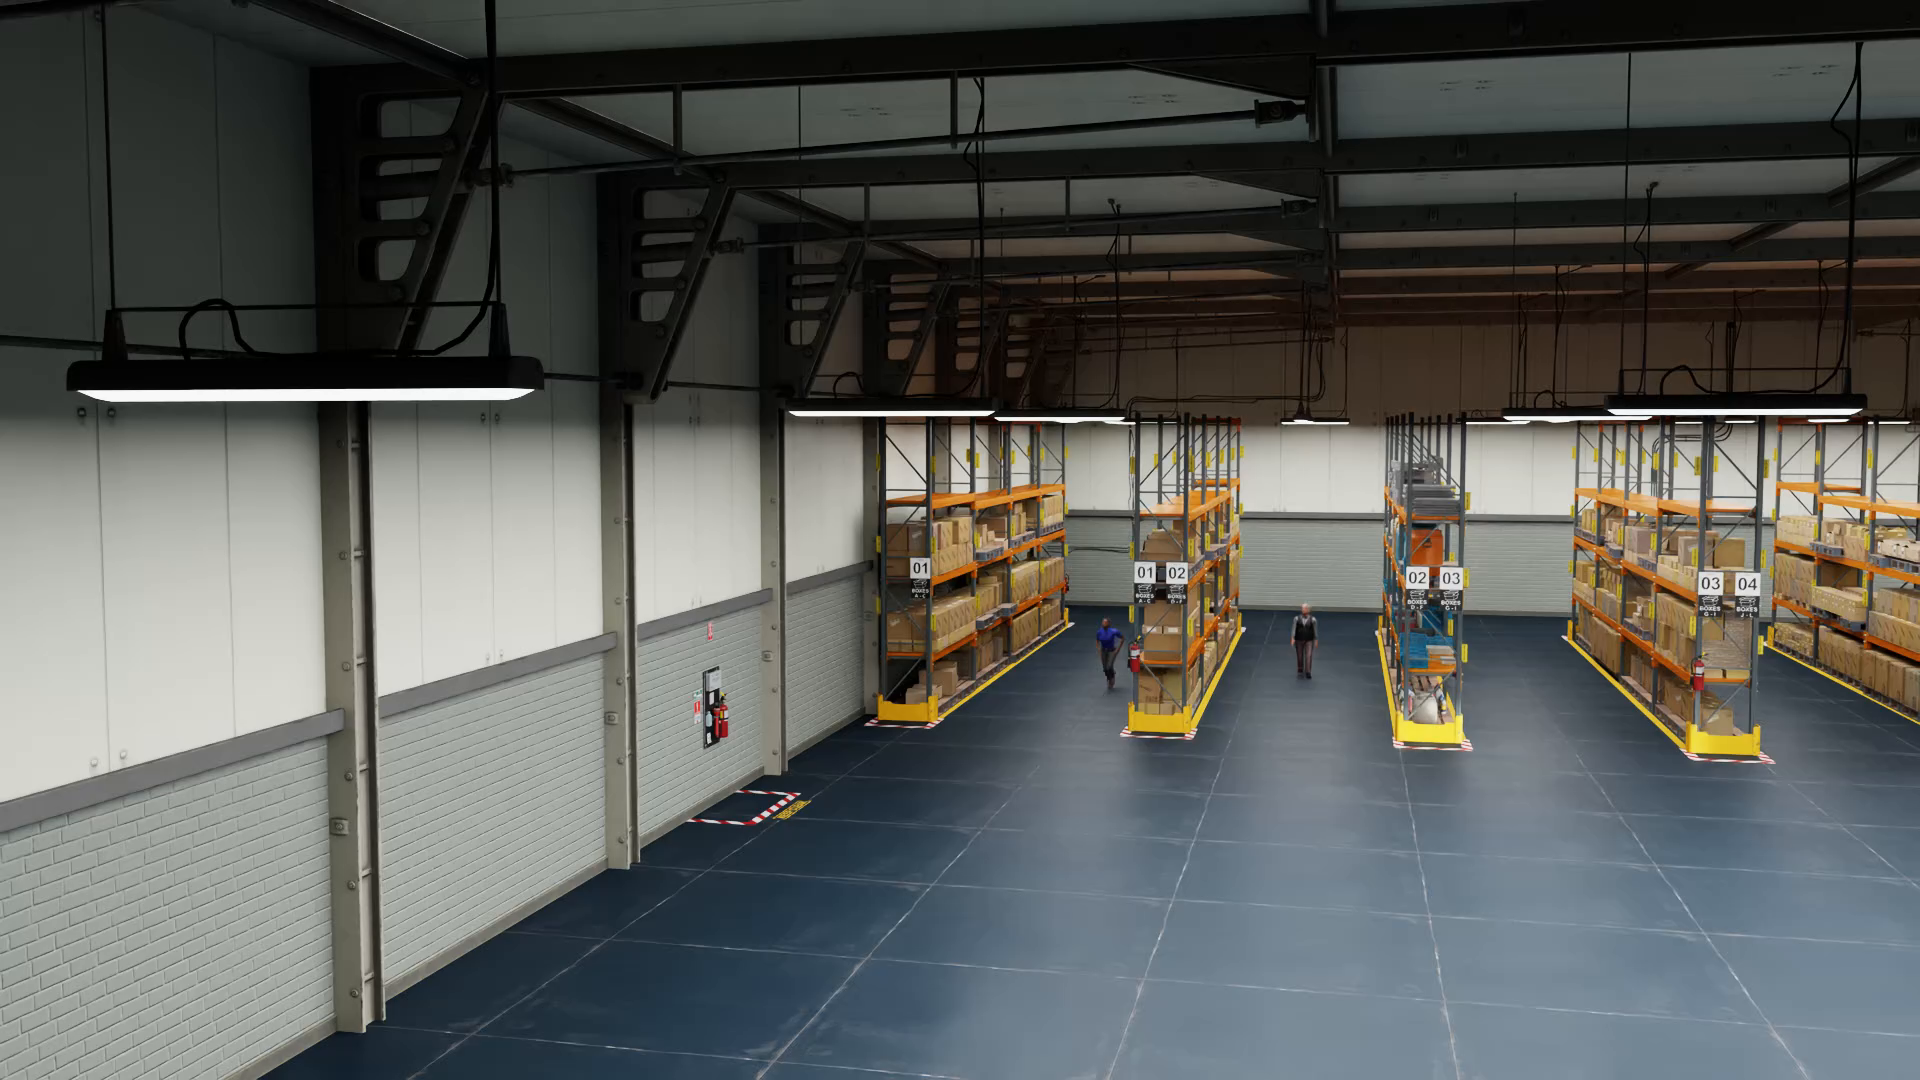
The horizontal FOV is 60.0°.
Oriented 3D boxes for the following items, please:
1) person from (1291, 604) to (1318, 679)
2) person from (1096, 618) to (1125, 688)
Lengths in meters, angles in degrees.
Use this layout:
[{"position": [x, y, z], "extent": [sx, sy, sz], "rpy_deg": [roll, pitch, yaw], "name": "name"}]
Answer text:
[{"position": [7.897, 2.307, 38.103], "extent": [0.622, 1.667, 1.084], "rpy_deg": [1, 4, 10], "name": "person"}, {"position": [3.293, 2.476, 36.432], "extent": [0.627, 1.572, 0.741], "rpy_deg": [2, 4, 23], "name": "person"}]
